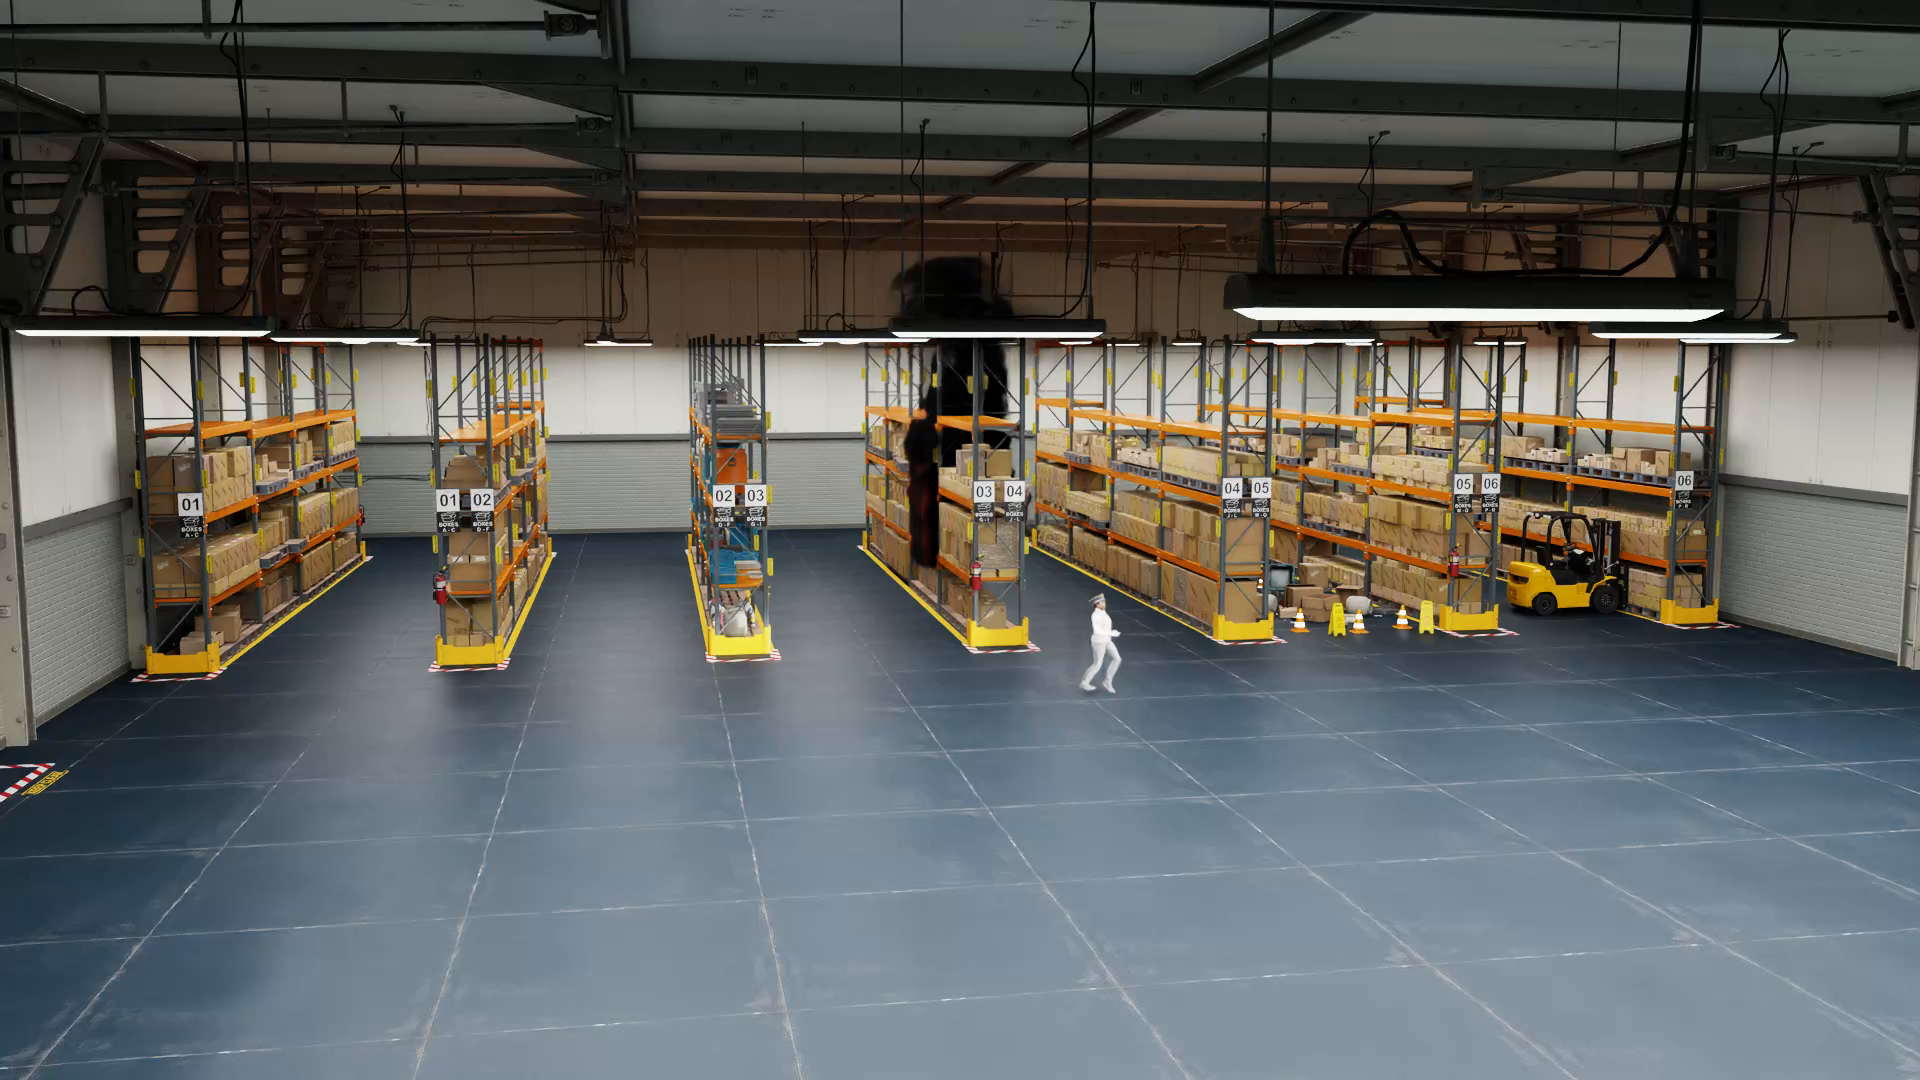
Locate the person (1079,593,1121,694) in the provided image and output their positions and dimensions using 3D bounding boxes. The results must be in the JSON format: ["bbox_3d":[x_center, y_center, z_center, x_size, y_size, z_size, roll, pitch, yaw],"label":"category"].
[{"bbox_3d":[2.358,1.730,27.772,0.706,1.711,0.618,3,7,25],"label":"person"}]

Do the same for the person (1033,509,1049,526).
[{"bbox_3d":[2.498,-0.784,49.856,0.513,1.606,0.559,-3,7,-22],"label":"person"}]

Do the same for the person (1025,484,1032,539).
[{"bbox_3d":[1.826,-0.827,49.845,0.705,1.761,0.821,0,7,1],"label":"person"}]
